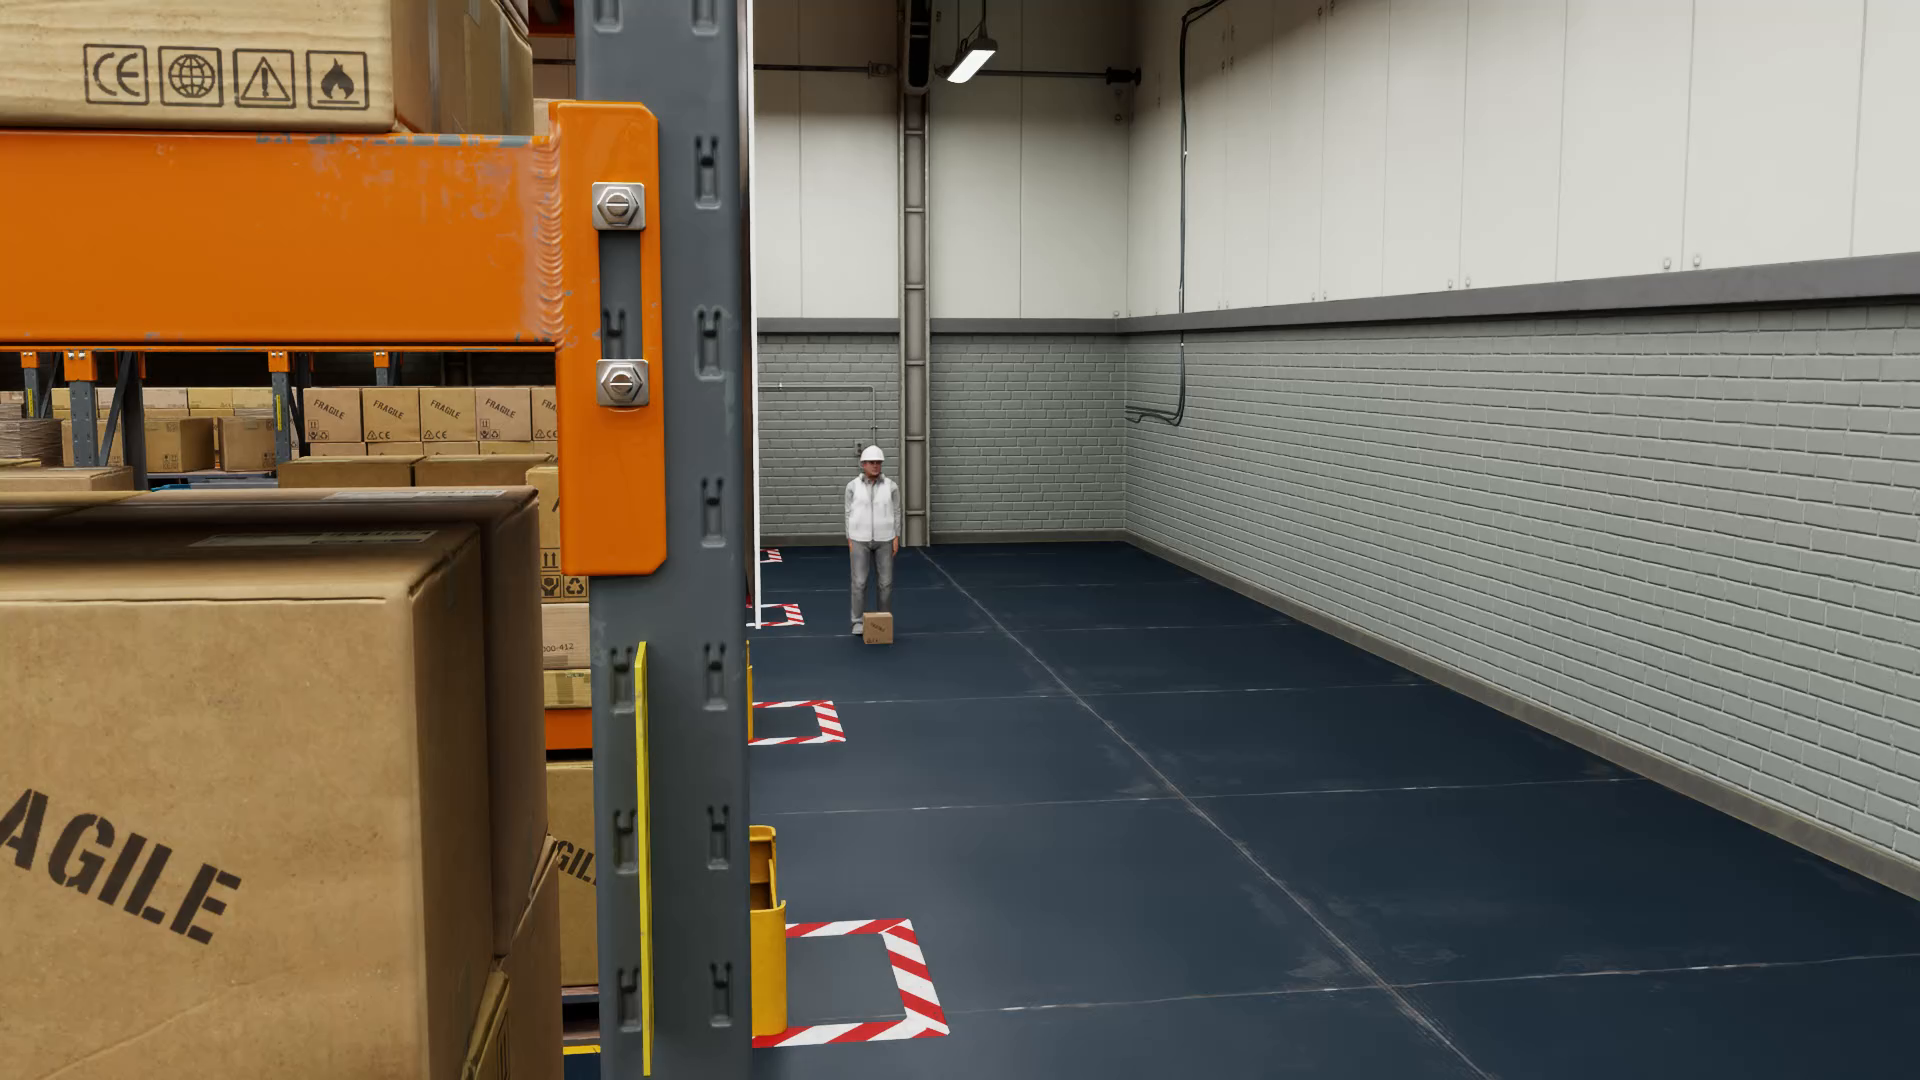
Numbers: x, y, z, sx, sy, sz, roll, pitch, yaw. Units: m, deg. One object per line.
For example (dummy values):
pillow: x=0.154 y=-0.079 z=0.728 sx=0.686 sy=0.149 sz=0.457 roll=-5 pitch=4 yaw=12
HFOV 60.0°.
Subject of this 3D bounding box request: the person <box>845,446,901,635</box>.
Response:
person: x=-0.812 y=0.013 z=15.618 sx=0.531 sy=1.792 sz=0.353 roll=-1 pitch=6 yaw=-7
